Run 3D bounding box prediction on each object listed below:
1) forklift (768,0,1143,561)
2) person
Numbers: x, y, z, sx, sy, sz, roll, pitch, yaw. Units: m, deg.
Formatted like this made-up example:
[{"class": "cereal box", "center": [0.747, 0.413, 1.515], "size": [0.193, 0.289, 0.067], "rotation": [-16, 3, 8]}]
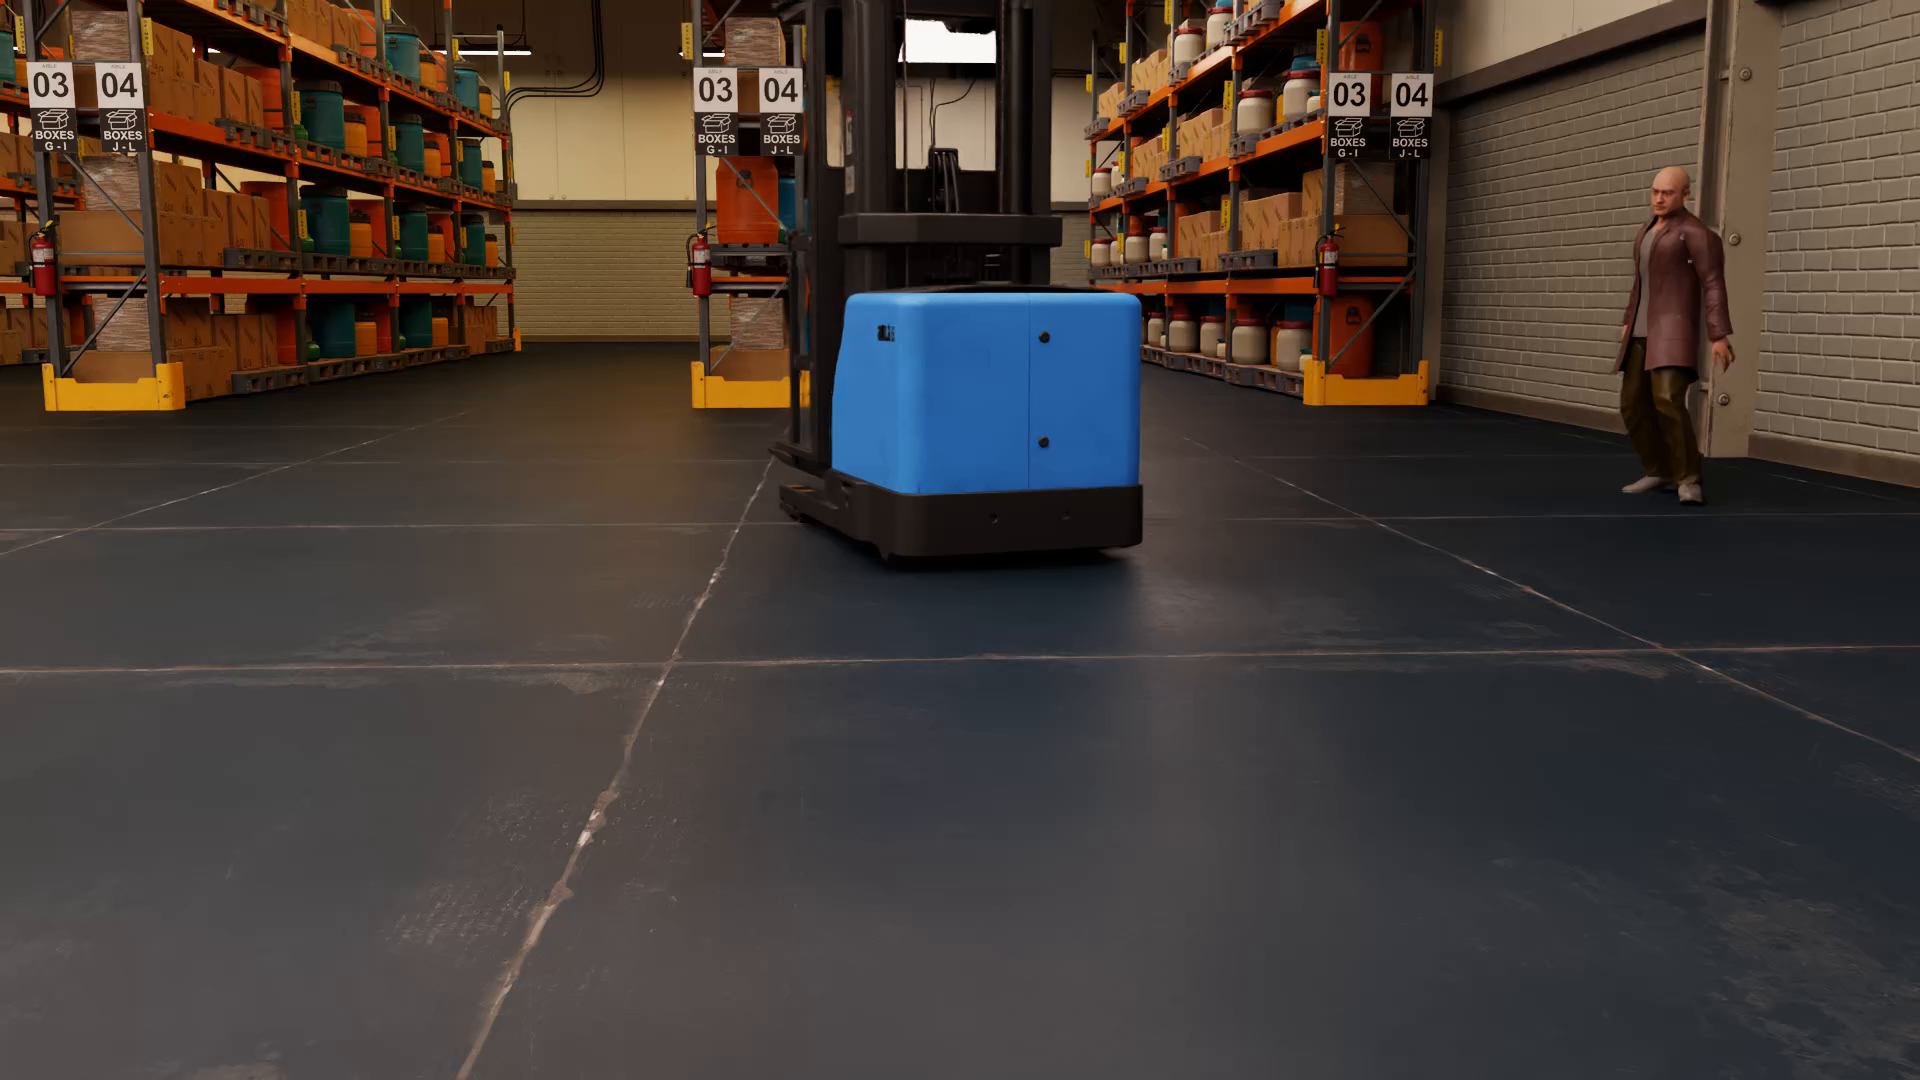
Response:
[{"class": "forklift", "center": [-0.234, -1.544, 7.730], "size": [1.130, 2.935, 3.031], "rotation": [-3, 9, -19]}, {"class": "person", "center": [3.761, -1.080, 8.811], "size": [0.496, 1.748, 0.927], "rotation": [-1, 9, -10]}]
